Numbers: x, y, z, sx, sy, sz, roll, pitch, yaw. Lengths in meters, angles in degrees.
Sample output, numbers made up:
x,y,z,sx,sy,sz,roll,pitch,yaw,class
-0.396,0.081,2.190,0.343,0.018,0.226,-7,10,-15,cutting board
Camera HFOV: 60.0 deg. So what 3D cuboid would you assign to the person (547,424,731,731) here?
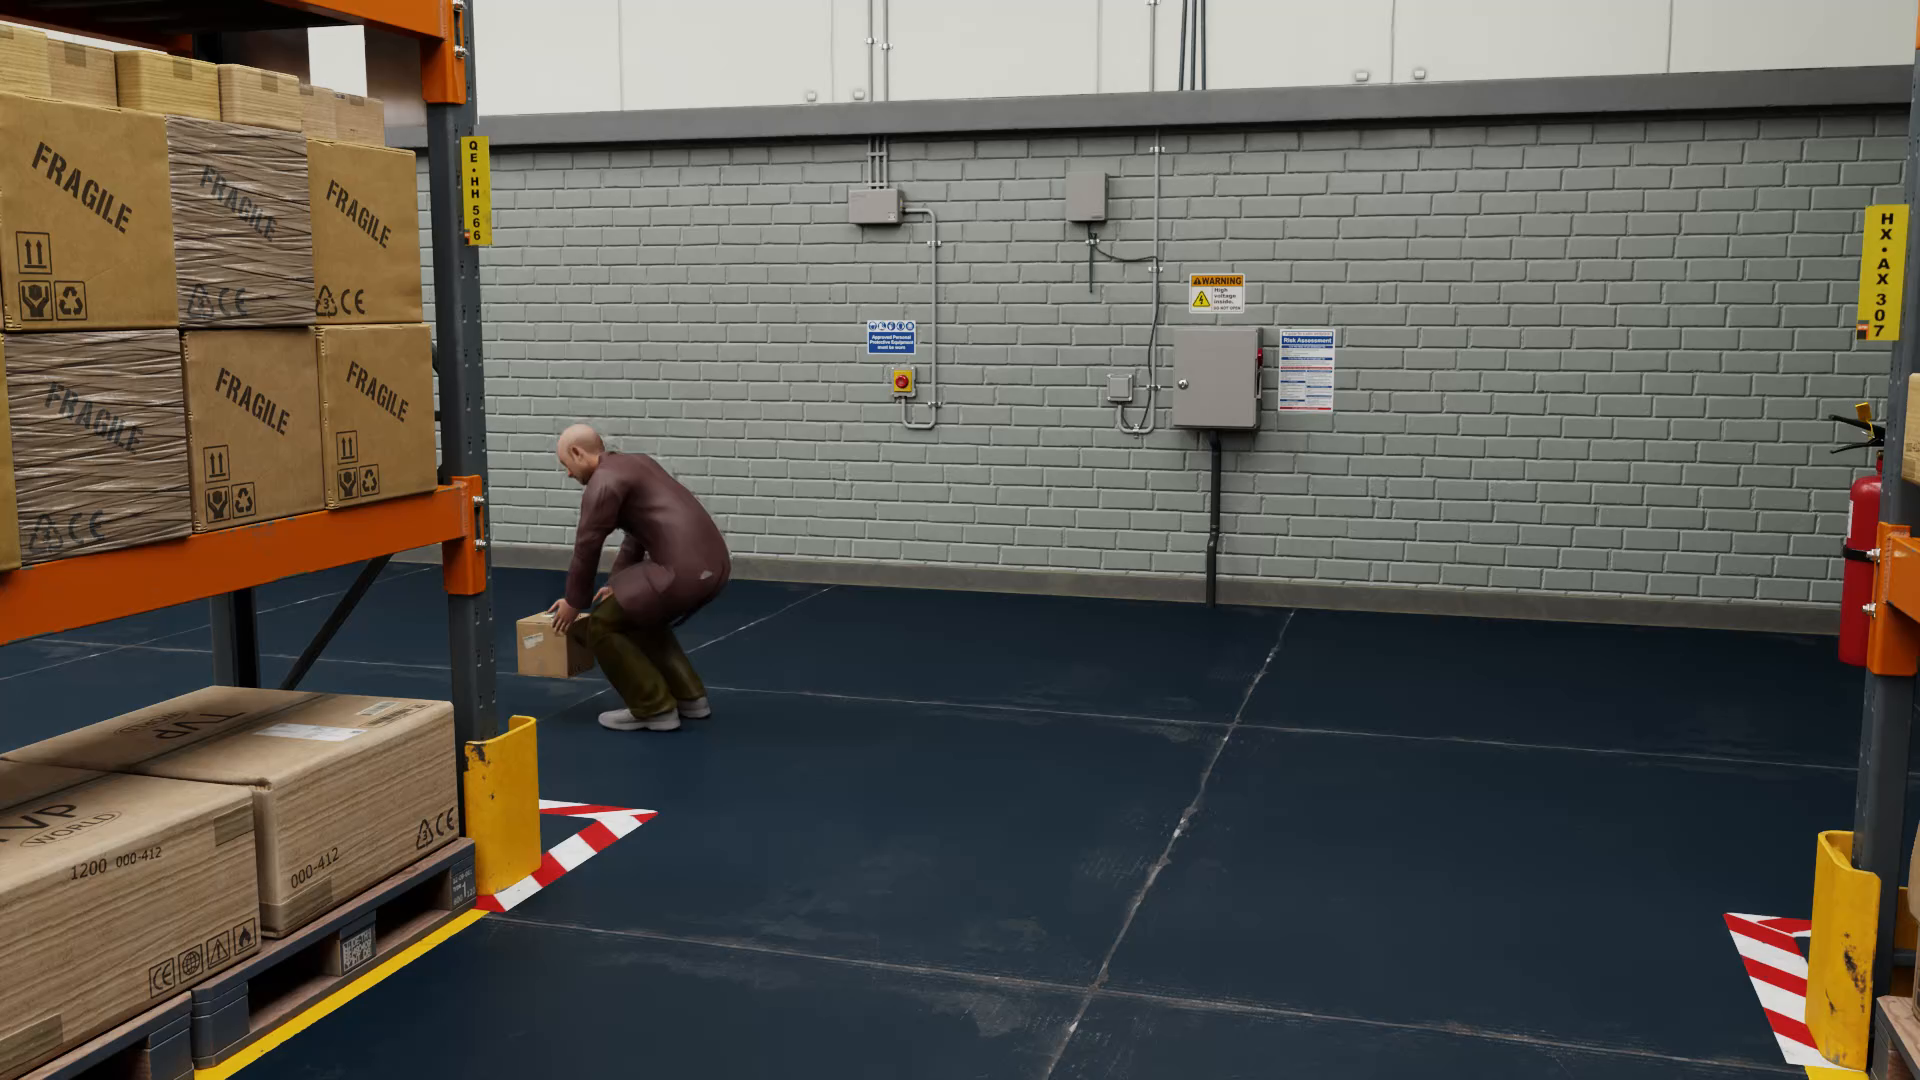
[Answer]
x,y,z,sx,sy,sz,roll,pitch,yaw,class
-1.402,0.163,7.336,0.763,1.329,0.633,2,9,16,person
